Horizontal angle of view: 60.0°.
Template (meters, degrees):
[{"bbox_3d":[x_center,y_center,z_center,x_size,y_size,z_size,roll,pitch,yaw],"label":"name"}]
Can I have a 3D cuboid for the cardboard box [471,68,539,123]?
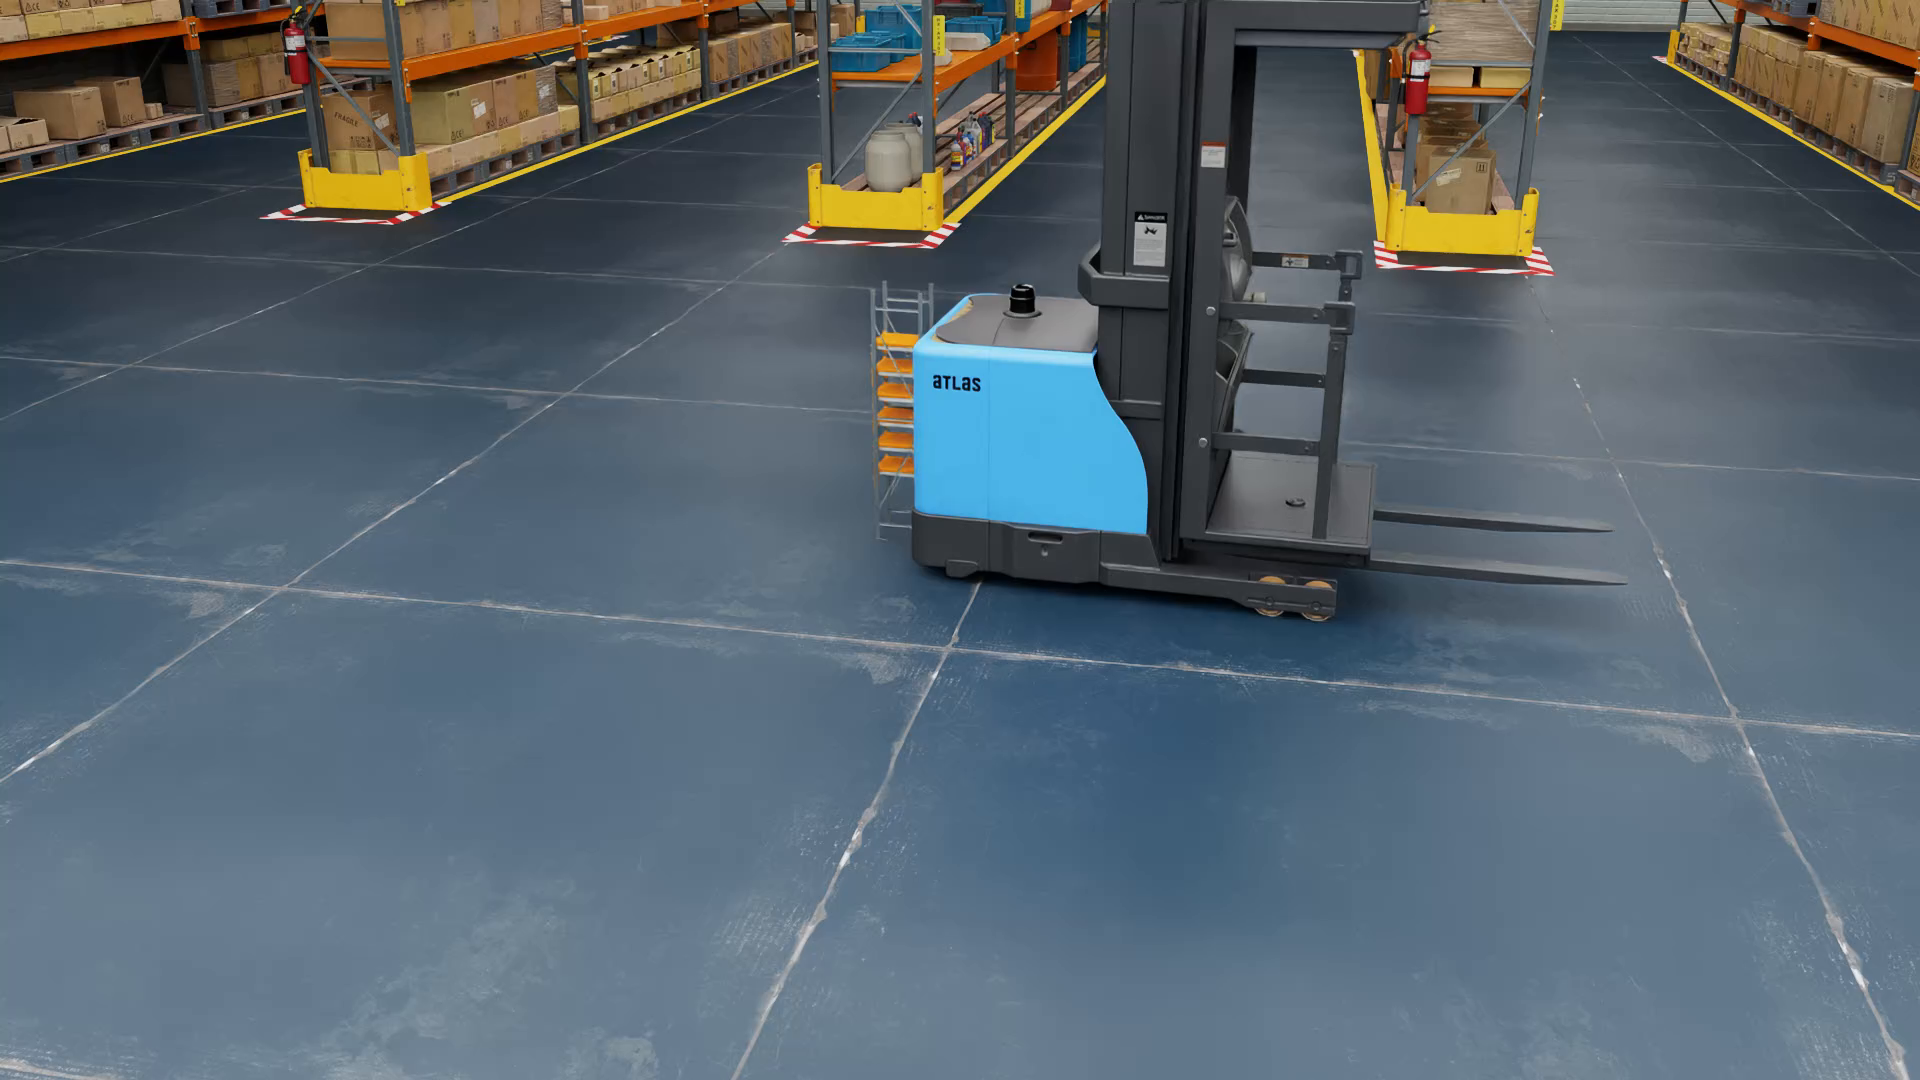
[{"bbox_3d":[-4.840,-4.729,17.694,0.500,0.500,0.500,4,22,11],"label":"cardboard box"}]

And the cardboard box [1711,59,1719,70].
[{"bbox_3d":[11.289,-6.999,24.471,0.380,0.149,0.250,4,22,9],"label":"cardboard box"}]

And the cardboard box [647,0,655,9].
[{"bbox_3d":[-4.137,-6.889,21.279,0.380,0.149,0.250,6,23,15],"label":"cardboard box"}]

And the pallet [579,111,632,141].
[{"bbox_3d":[-4.636,-4.992,19.966,1.003,0.211,1.213,4,22,11],"label":"pallet"}]

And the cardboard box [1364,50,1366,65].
[{"bbox_3d":[6.471,-7.156,23.888,1.225,0.875,0.875,5,22,11],"label":"cardboard box"}]

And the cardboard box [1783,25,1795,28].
[{"bbox_3d":[11.512,-6.859,22.648,0.500,0.250,0.500,4,22,9],"label":"cardboard box"}]

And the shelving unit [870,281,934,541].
[{"bbox_3d":[-0.259,-0.580,7.687,0.258,1.200,0.189,5,23,13],"label":"shelving unit"}]

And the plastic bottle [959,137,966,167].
[{"bbox_3d":[0.024,-3.836,16.410,0.061,0.283,0.133,5,22,12],"label":"plastic bottle"}]

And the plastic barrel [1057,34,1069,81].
[{"bbox_3d":[1.230,-6.766,23.305,0.600,0.588,0.708,4,22,11],"label":"plastic barrel"}]

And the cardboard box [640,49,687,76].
[{"bbox_3d":[-3.897,-6.254,21.736,0.500,0.311,0.500,4,22,10],"label":"cardboard box"}]

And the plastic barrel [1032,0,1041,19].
[{"bbox_3d":[0.749,-6.457,19.688,0.433,0.535,0.433,0,22,0],"label":"plastic barrel"}]

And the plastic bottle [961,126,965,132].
[{"bbox_3d":[0.041,-4.131,17.142,0.061,0.283,0.133,4,22,11],"label":"plastic bottle"}]

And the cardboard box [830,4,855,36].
[{"bbox_3d":[-2.169,-9.228,29.510,0.500,0.500,0.500,4,22,11],"label":"cardboard box"}]

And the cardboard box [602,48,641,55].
[{"bbox_3d":[-4.425,-6.293,21.832,0.500,0.311,0.500,4,22,10],"label":"cardboard box"}]

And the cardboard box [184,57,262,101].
[{"bbox_3d":[-9.408,-5.897,21.238,0.700,0.500,0.500,4,22,10],"label":"cardboard box"}]

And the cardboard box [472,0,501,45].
[{"bbox_3d":[-5.143,-5.333,16.945,0.700,0.500,0.500,5,23,13],"label":"cardboard box"}]

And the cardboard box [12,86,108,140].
[{"bbox_3d":[-9.870,-4.690,18.241,0.700,0.500,0.500,3,22,8],"label":"cardboard box"}]

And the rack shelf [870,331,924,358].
[{"bbox_3d":[-0.259,-0.873,7.569,0.258,0.103,0.180,5,23,13],"label":"rack shelf"}]

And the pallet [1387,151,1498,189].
[{"bbox_3d":[4.847,-3.715,16.794,1.003,0.211,1.213,4,22,11],"label":"pallet"}]

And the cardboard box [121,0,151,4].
[{"bbox_3d":[-9.488,-6.297,18.645,0.500,0.500,0.500,4,22,11],"label":"cardboard box"}]

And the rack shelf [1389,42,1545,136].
[{"bbox_3d":[4.541,-4.191,15.208,1.077,0.370,4.000,4,22,11],"label":"rack shelf"}]

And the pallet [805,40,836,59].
[{"bbox_3d":[-2.727,-8.344,28.289,1.003,0.211,1.213,4,22,11],"label":"pallet"}]

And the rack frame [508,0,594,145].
[{"bbox_3d":[-4.748,-6.013,18.768,1.000,3.000,0.127,4,22,11],"label":"rack frame"}]

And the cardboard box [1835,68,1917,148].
[{"bbox_3d":[10.024,-4.579,17.657,1.050,0.750,0.750,4,22,11],"label":"cardboard box"}]

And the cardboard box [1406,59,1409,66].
[{"bbox_3d":[4.193,-4.353,14.984,0.380,0.149,0.250,4,22,11],"label":"cardboard box"}]

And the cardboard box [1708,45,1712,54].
[{"bbox_3d":[11.505,-7.391,25.047,0.380,0.149,0.250,3,22,8],"label":"cardboard box"}]

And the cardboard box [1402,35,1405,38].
[{"bbox_3d":[4.661,-5.101,15.971,0.875,0.500,0.500,4,22,11],"label":"cardboard box"}]

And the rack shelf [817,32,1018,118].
[{"bbox_3d":[-0.307,-4.569,16.146,1.077,0.370,4.000,4,22,11],"label":"rack shelf"}]

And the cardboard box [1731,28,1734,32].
[{"bbox_3d":[12.222,-7.884,25.871,0.380,0.149,0.250,4,22,9],"label":"cardboard box"}]

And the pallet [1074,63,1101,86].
[{"bbox_3d":[1.535,-6.987,24.920,1.003,0.211,1.213,4,22,11],"label":"pallet"}]

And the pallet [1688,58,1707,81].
[{"bbox_3d":[11.766,-7.169,25.373,1.003,0.211,1.213,4,22,11],"label":"pallet"}]

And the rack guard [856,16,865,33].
[{"bbox_3d":[-2.315,-9.214,30.063,1.175,0.500,0.348,4,22,11],"label":"rack guard"}]

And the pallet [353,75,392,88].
[{"bbox_3d":[-8.547,-6.841,24.557,1.003,0.211,1.213,4,22,11],"label":"pallet"}]

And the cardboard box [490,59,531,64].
[{"bbox_3d":[-5.149,-5.134,18.702,0.500,0.500,0.500,4,22,11],"label":"cardboard box"}]

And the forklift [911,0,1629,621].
[{"bbox_3d":[1.358,-1.237,7.003,3.031,2.935,1.130,5,23,13],"label":"forklift"}]

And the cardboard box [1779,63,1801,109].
[{"bbox_3d":[10.479,-5.600,20.527,0.500,0.500,0.500,4,22,11],"label":"cardboard box"}]

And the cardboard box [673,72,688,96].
[{"bbox_3d":[-3.902,-5.995,21.843,0.500,0.250,0.500,4,22,10],"label":"cardboard box"}]

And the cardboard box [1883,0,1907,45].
[{"bbox_3d":[9.732,-5.284,16.824,0.500,0.500,0.500,4,22,10],"label":"cardboard box"}]

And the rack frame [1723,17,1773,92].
[{"bbox_3d":[11.417,-7.767,23.124,1.000,3.000,0.127,4,22,11],"label":"rack frame"}]

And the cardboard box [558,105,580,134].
[{"bbox_3d":[-4.628,-4.746,18.741,0.500,0.250,0.500,4,22,11],"label":"cardboard box"}]

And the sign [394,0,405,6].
[{"bbox_3d":[-5.022,-4.944,14.849,0.100,0.325,0.005,4,22,11],"label":"sign"}]

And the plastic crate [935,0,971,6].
[{"bbox_3d":[-0.100,-5.864,18.313,0.402,0.464,0.583,4,22,11],"label":"plastic crate"}]

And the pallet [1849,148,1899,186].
[{"bbox_3d":[9.868,-3.836,17.095,1.003,0.211,1.213,4,22,11],"label":"pallet"}]

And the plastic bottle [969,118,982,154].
[{"bbox_3d":[0.146,-4.163,17.133,0.144,0.351,0.185,4,22,11],"label":"plastic bottle"}]

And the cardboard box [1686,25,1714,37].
[{"bbox_3d":[11.678,-8.020,26.210,0.380,0.149,0.250,4,22,11],"label":"cardboard box"}]

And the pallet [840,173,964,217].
[{"bbox_3d":[-0.575,-3.206,15.531,1.003,0.211,1.213,4,22,11],"label":"pallet"}]

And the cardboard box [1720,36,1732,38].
[{"bbox_3d":[11.421,-7.342,24.527,0.380,0.149,0.250,5,23,13],"label":"cardboard box"}]

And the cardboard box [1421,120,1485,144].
[{"bbox_3d":[4.669,-3.705,15.822,0.500,0.500,0.500,2,22,6],"label":"cardboard box"}]

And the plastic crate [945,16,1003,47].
[{"bbox_3d":[0.141,-5.139,16.799,0.499,0.251,0.616,4,22,11],"label":"plastic crate"}]

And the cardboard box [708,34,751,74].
[{"bbox_3d":[-3.350,-7.040,24.076,0.500,0.500,0.500,4,22,10],"label":"cardboard box"}]

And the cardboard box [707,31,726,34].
[{"bbox_3d":[-3.764,-7.262,24.627,0.500,0.500,0.500,4,22,9],"label":"cardboard box"}]

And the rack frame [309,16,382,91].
[{"bbox_3d":[-8.782,-7.852,23.335,1.000,3.000,0.127,4,22,11],"label":"rack frame"}]
